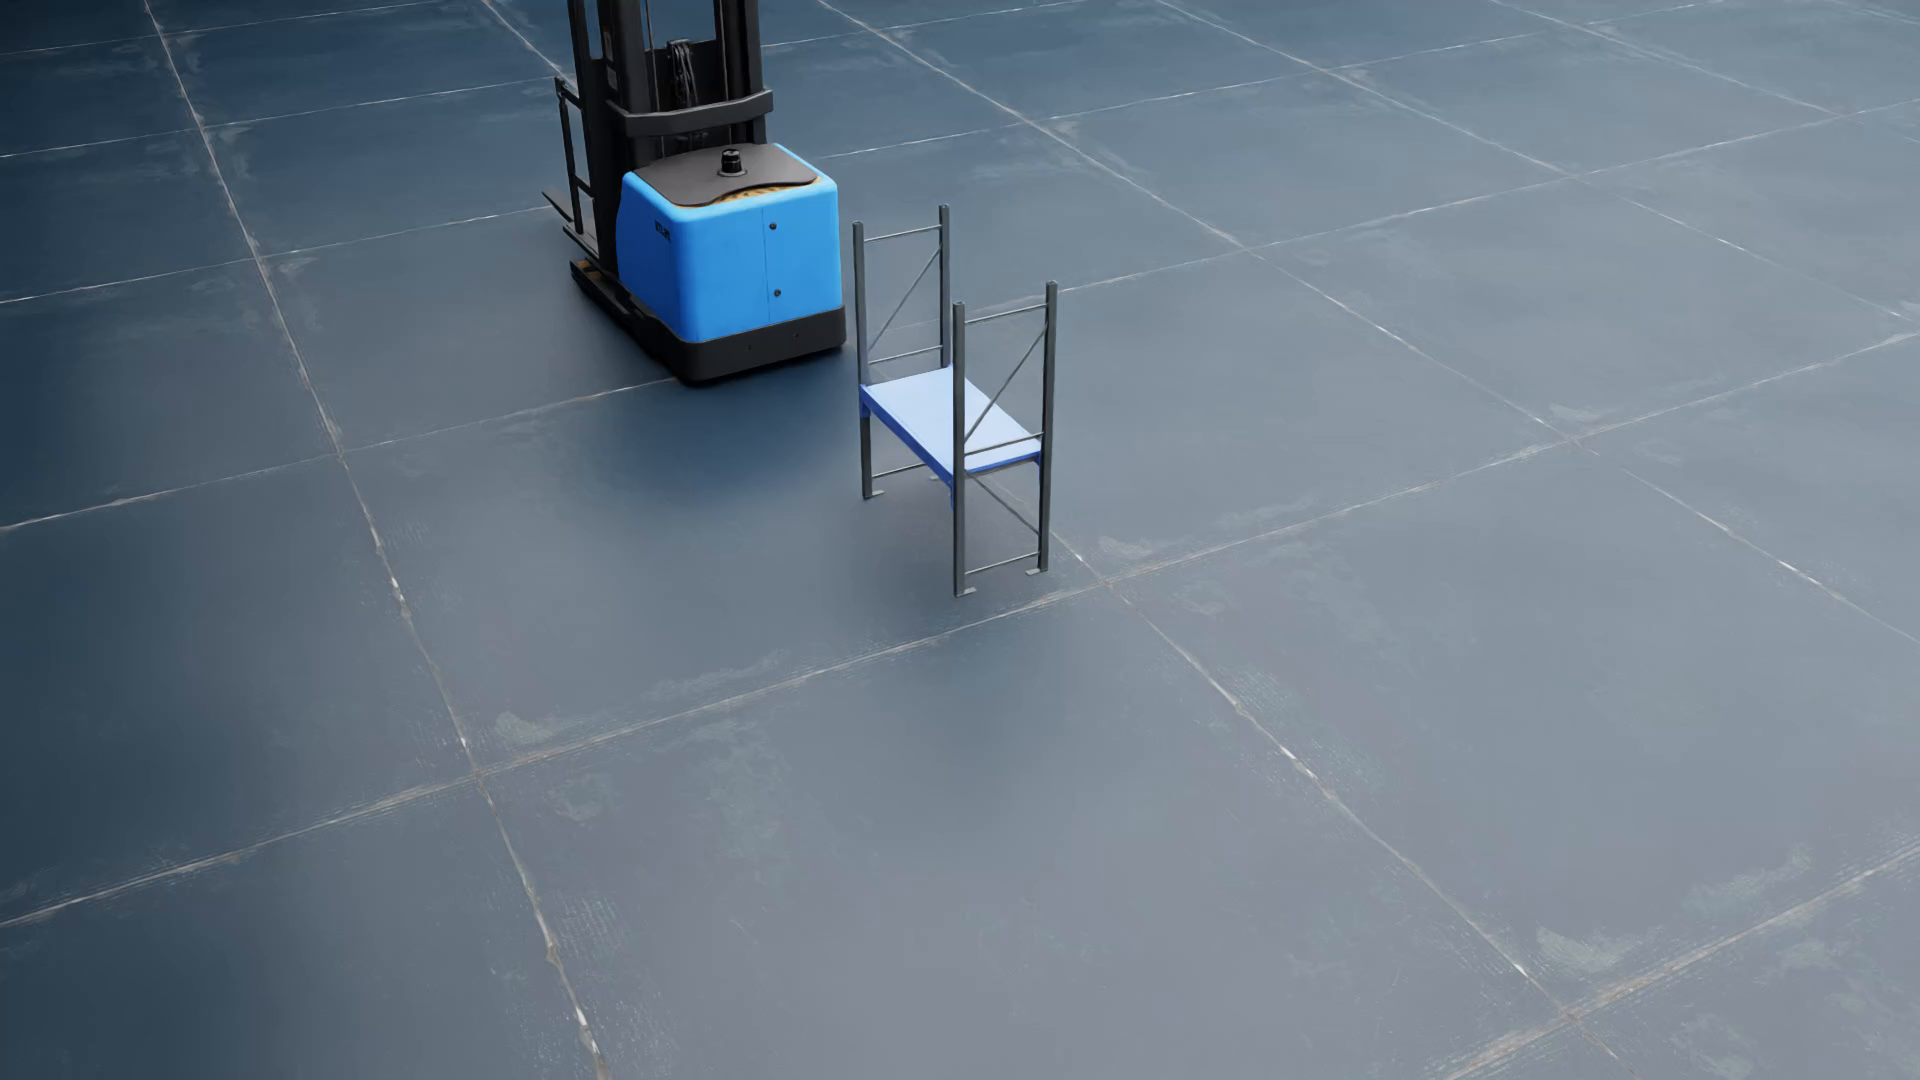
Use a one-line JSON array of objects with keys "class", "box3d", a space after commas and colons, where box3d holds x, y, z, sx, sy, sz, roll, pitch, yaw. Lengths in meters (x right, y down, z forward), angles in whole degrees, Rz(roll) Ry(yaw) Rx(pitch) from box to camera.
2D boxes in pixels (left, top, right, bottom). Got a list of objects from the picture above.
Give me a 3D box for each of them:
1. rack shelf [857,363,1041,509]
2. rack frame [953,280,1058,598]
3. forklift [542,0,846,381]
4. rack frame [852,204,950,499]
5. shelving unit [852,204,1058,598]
[{"class": "rack shelf", "box3d": [-0.040, -0.521, 8.006, 0.538, 0.185, 1.000, -16, 36, -23]}, {"class": "rack frame", "box3d": [0.197, -0.430, 7.530, 0.500, 1.500, 0.032, -16, 36, -23]}, {"class": "forklift", "box3d": [-1.874, -2.911, 10.077, 1.130, 2.935, 3.031, -18, 37, -26]}, {"class": "rack frame", "box3d": [-0.277, -0.915, 8.288, 0.500, 1.500, 0.032, -16, 36, -23]}, {"class": "shelving unit", "box3d": [-0.040, -0.672, 7.909, 0.538, 1.500, 1.048, -16, 36, -23]}]
